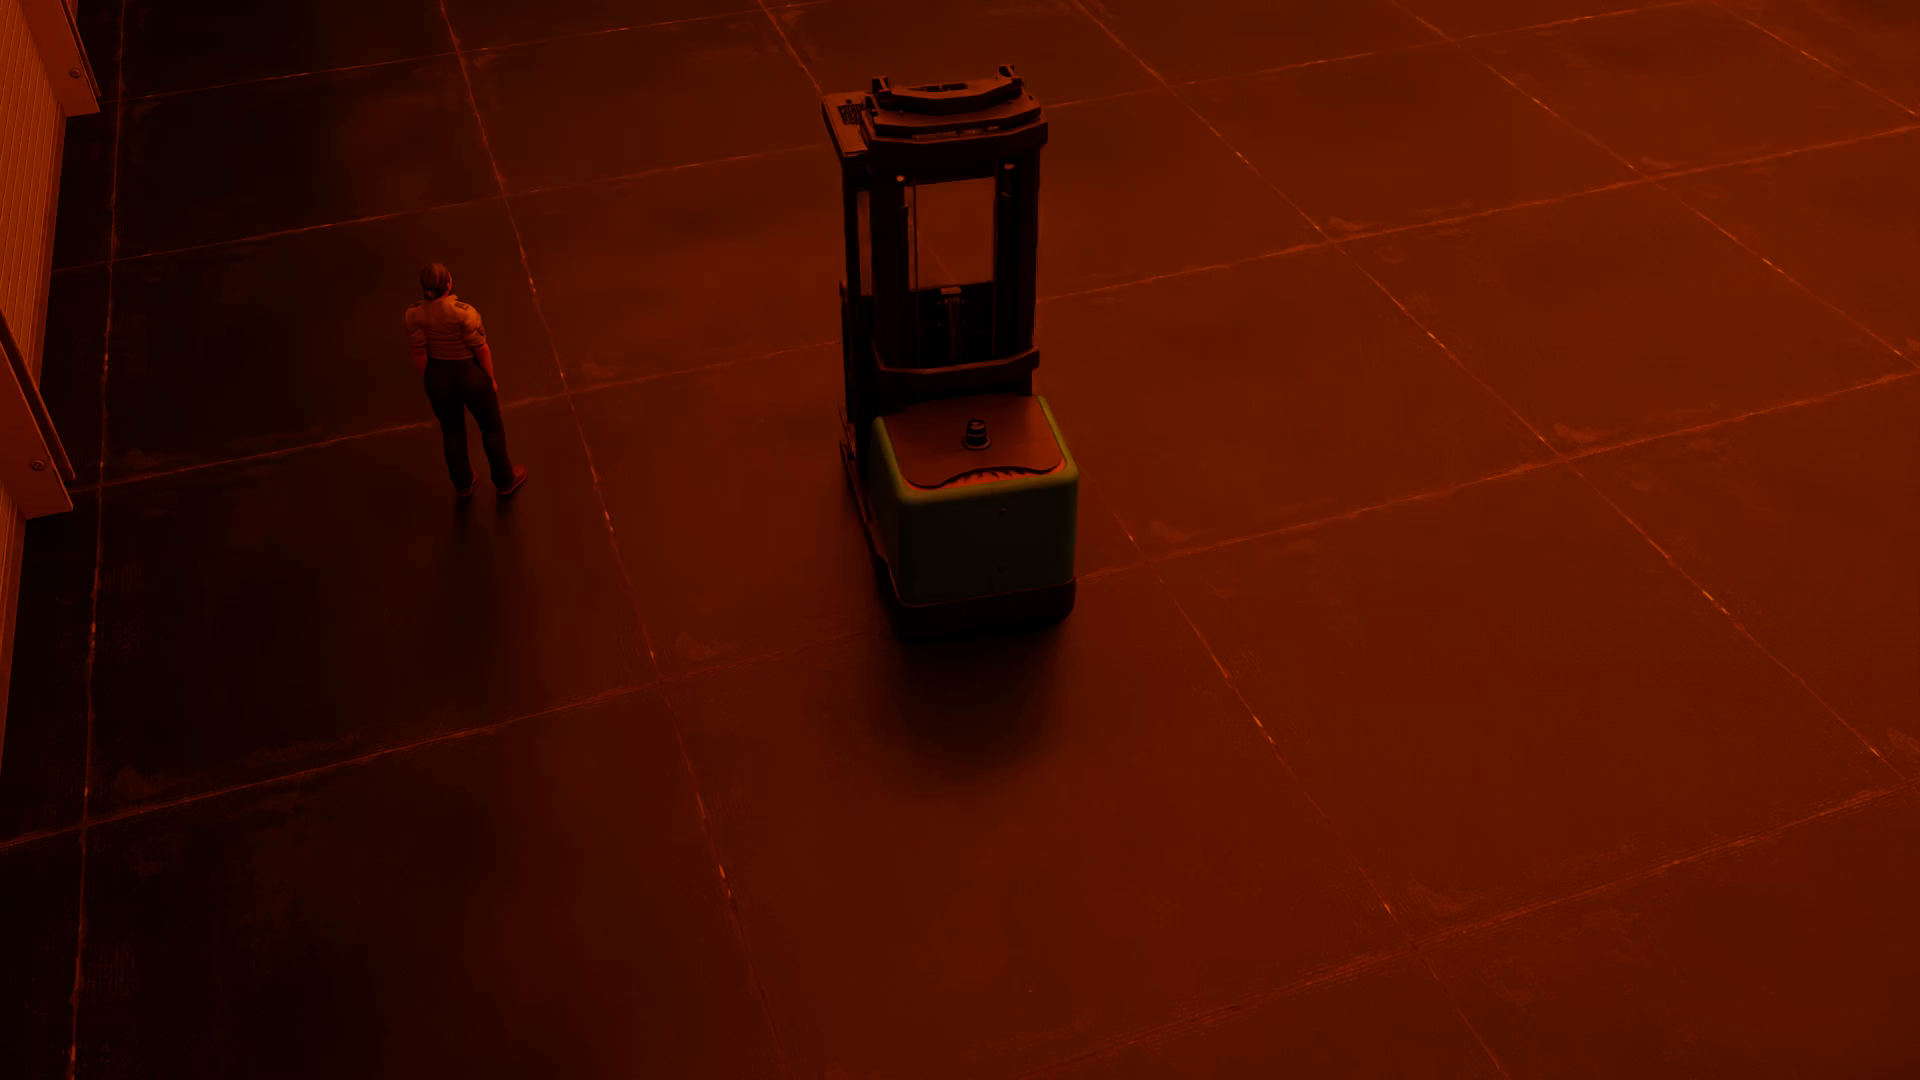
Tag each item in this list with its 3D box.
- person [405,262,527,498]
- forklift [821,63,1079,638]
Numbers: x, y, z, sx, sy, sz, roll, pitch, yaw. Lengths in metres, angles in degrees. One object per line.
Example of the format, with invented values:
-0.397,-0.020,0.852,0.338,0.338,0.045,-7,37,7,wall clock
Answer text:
-3.046,-0.977,10.162,0.481,1.653,0.355,0,40,0,person
-0.160,-1.518,9.805,1.130,2.935,3.031,-8,41,-10,forklift
